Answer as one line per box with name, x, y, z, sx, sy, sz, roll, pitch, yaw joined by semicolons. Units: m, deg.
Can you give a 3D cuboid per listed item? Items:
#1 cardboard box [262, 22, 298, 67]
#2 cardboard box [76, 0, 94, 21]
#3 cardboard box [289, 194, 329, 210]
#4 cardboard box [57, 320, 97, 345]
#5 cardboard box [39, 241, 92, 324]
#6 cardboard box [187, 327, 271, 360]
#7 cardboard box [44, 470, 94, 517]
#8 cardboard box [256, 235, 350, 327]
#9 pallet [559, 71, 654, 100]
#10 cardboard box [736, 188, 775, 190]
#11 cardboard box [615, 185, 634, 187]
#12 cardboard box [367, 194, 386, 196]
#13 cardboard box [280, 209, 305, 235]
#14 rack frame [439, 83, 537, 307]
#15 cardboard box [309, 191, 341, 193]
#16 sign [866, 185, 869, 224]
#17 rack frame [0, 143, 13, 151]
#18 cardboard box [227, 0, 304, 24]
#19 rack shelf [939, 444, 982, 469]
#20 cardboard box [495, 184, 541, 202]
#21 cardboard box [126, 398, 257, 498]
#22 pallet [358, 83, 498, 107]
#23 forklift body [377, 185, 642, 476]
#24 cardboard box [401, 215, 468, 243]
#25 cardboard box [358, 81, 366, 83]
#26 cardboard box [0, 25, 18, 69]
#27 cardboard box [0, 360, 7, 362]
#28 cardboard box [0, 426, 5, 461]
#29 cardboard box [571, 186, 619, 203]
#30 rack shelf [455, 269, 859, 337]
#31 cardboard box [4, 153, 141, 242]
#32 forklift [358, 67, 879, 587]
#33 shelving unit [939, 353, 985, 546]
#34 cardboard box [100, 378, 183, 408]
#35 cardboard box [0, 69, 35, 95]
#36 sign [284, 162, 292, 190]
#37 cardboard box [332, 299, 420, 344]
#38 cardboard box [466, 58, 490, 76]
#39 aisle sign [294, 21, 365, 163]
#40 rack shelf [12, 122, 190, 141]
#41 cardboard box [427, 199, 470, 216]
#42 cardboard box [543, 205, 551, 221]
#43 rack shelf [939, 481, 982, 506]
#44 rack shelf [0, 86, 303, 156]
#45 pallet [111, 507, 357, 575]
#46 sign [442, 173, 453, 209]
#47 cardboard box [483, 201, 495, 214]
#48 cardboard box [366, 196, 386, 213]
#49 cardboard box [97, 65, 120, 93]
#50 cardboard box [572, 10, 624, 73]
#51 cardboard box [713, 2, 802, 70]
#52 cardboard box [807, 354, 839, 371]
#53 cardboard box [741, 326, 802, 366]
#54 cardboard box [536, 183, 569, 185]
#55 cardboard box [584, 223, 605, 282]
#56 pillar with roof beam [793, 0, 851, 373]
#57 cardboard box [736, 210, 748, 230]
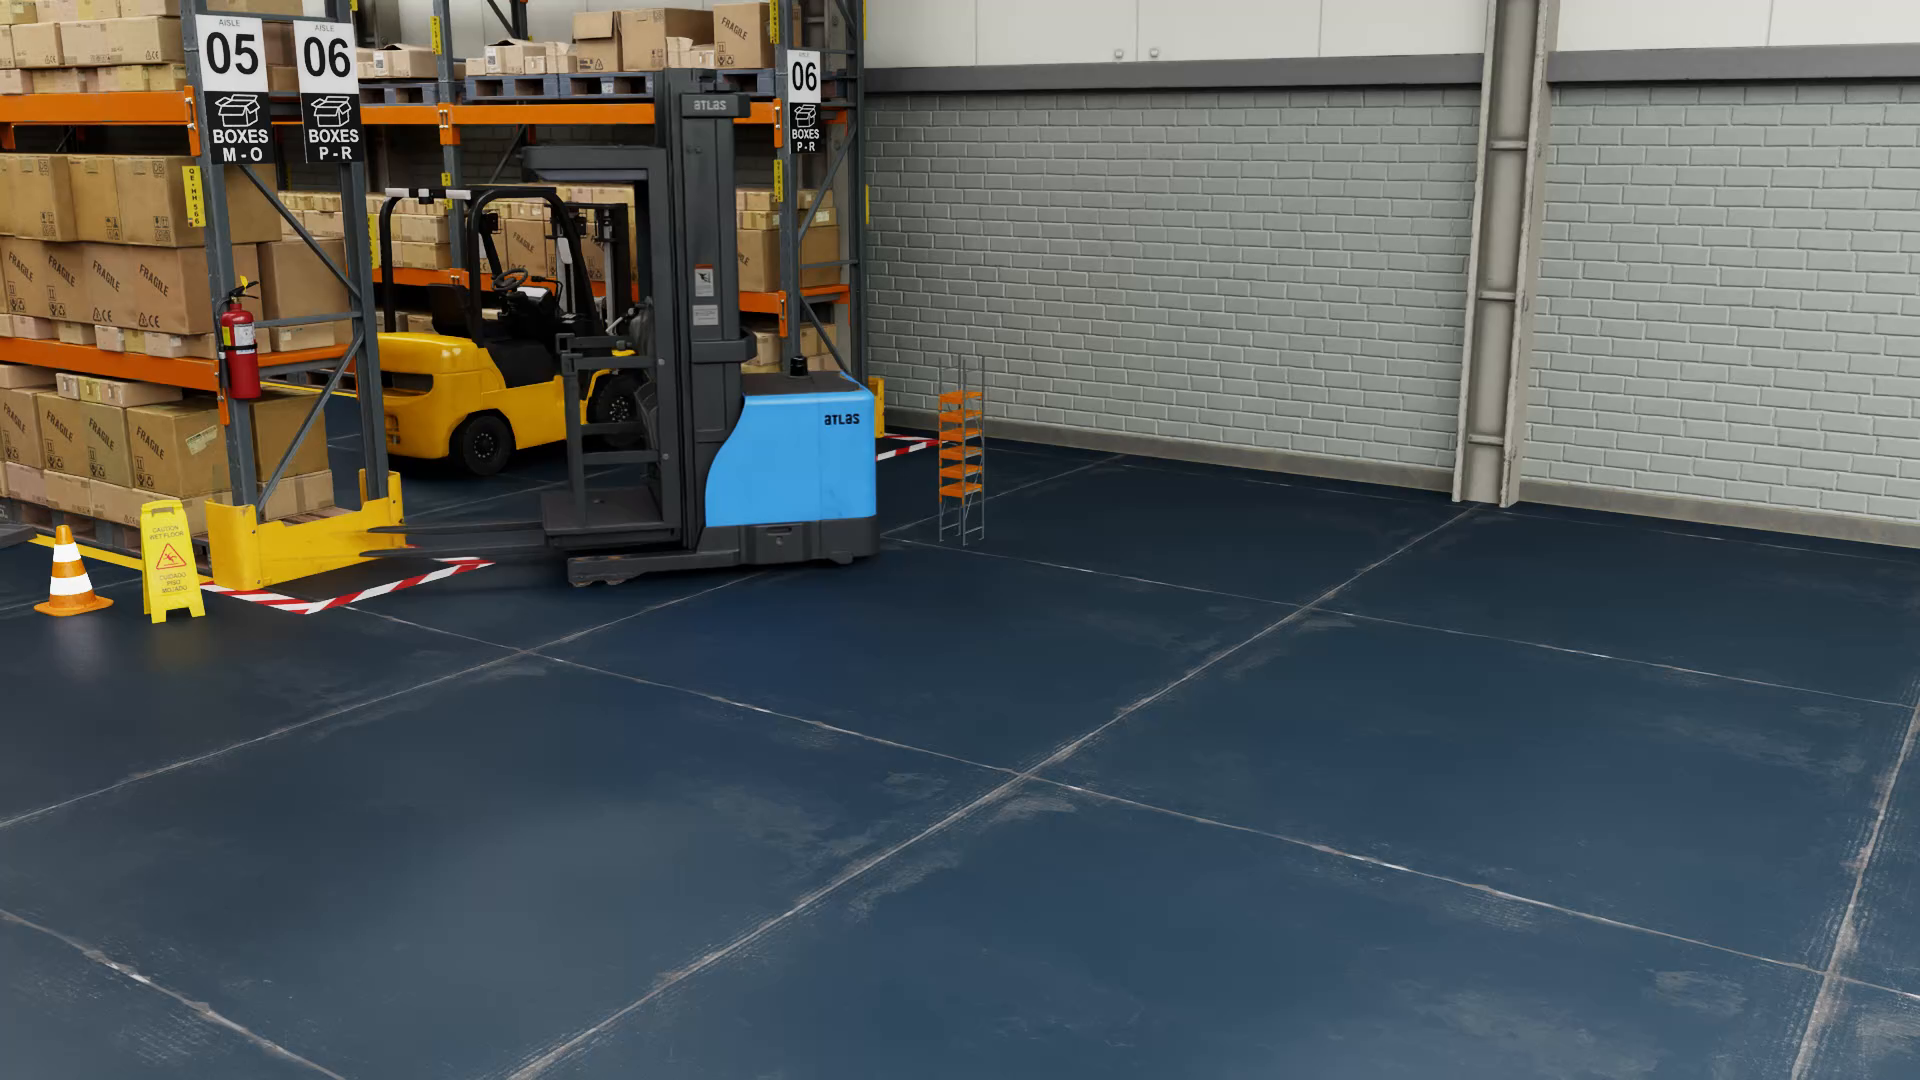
cardboard box;-4.156;-2.931;9.873;0.500;0.250;0.500;9;16;32
cardboard box;-4.929;-3.108;9.756;0.250;0.149;0.380;9;17;33
cardboard box;-6.581;-3.437;16.907;0.250;0.149;0.380;10;17;34
cardboard box;-5.417;-1.326;10.461;0.250;0.149;0.380;9;17;32
cardboard box;-5.318;-1.630;10.337;0.500;0.500;0.500;9;17;33
cardboard box;-4.317;-1.169;9.824;0.250;0.149;0.380;10;17;35
cardboard box;-5.571;-0.347;10.831;0.500;0.250;0.500;8;16;31
cardboard box;-4.126;-1.595;10.196;0.500;0.500;0.500;9;16;32
pallet;-2.709;-3.950;14.478;1.213;0.211;1.003;9;17;33
cardboard box;-1.705;-2.943;14.293;0.250;0.149;0.380;10;17;34
cardboard box;-2.961;-3.157;15.156;0.250;0.149;0.380;9;16;32
cardboard box;-5.850;-3.477;17.068;0.250;0.149;0.380;9;17;33
cardboard box;-6.688;-3.267;17.048;0.500;0.250;0.500;9;16;31
rack frame;-4.439;-2.810;15.931;0.127;3.000;1.000;9;17;33
cardboard box;-6.673;-3.627;17.677;0.250;0.149;0.380;9;16;32
sign;-0.805;-2.842;14.094;0.005;0.325;0.100;9;17;33
rack frame;-7.206;-1.819;11.931;0.127;3.000;1.000;9;17;33
cardboard box;-4.068;-3.093;9.694;0.250;0.149;0.380;9;17;32
rack shelf;0.012;-0.537;10.682;0.180;0.103;0.258;9;17;33
cardboard box;-4.063;-3.202;15.339;0.250;0.149;0.380;9;17;34
cardboard box;-4.698;-0.572;10.178;0.500;0.500;0.500;9;17;33
pallet;-5.178;-4.289;16.061;1.217;0.209;0.805;8;16;31
forklift body;-3.712;-1.752;13.424;1.214;2.155;2.313;9;17;33
cardboard box;-4.989;-2.994;15.949;0.500;0.250;0.500;9;16;32
cardboard box;-6.274;-4.764;16.987;0.250;0.166;0.380;9;17;33
cardboard box;-5.733;-3.029;10.268;0.500;0.250;0.500;9;17;33
cardboard box;-6.370;-1.137;11.113;0.250;0.149;0.380;10;17;35
cardboard box;-6.417;-0.850;11.303;0.500;0.500;0.500;10;17;35
cardboard box;-3.227;-3.059;14.759;0.250;0.149;0.380;9;17;33
rack shelf;-2.780;-2.192;14.934;4.000;0.370;1.077;9;17;33
cardboard box;-5.329;-2.104;10.170;0.500;0.500;0.700;9;16;32
forklift;-2.074;-1.289;9.930;3.031;2.935;1.130;-4;14;-15
shelving unit;0.012;-0.580;10.671;0.189;1.200;0.258;9;17;33
cardboard box;-5.040;-0.922;10.244;0.250;0.149;0.380;10;17;34
cardboard box;-5.639;-2.806;10.198;0.250;0.149;0.380;9;16;32
sign;-7.451;-4.019;18.408;0.005;0.325;0.100;9;17;33
cardboard box;-6.143;-2.135;17.272;0.625;0.625;0.875;8;16;31
cardboard box;-4.236;-4.275;15.050;0.250;0.149;0.380;10;17;34
aisle sign;-3.663;-2.598;9.667;0.004;0.787;0.394;9;17;33
rack shelf;-9.418;-4.721;18.907;4.000;0.370;1.077;9;17;33
cardboard box;-4.847;-3.175;15.847;0.250;0.149;0.380;10;17;35
cardboard box;-3.494;-2.931;14.862;0.250;0.149;0.380;9;17;32
rack shelf;0.012;-0.304;10.740;0.180;0.103;0.258;9;17;33
rack shelf;-5.547;-2.658;10.573;4.000;0.370;1.077;9;17;33
pallet;-4.605;-0.056;10.609;1.213;0.211;1.003;9;17;33
sign;-4.734;-3.224;15.359;0.005;0.325;0.100;9;17;33
cardboard box;-4.322;-3.078;15.456;0.250;0.149;0.380;9;16;32
cardboard box;-5.719;-3.305;16.375;0.250;0.149;0.380;9;16;31
cardboard box;-4.766;-2.678;9.681;0.250;0.149;0.380;10;17;34
cardboard box;-2.882;-4.286;14.355;0.637;0.503;0.797;10;17;35
cardboard box;-1.623;-4.041;13.372;0.500;0.500;0.500;10;17;35
cardboard box;-1.394;-1.489;14.406;0.500;0.250;0.500;10;17;34
cardboard box;-1.676;-1.627;13.922;0.500;0.250;0.500;10;17;35
cardboard box;-3.821;-3.293;15.706;0.250;0.149;0.380;9;16;31
cardboard box;-2.949;-2.541;14.636;0.500;0.500;0.500;9;17;33
pillar with roof beam;-3.598;-4.600;10.679;0.400;9.000;9.100;9;17;33
cardboard box;-1.793;-2.656;13.751;0.250;0.149;0.380;9;17;34
